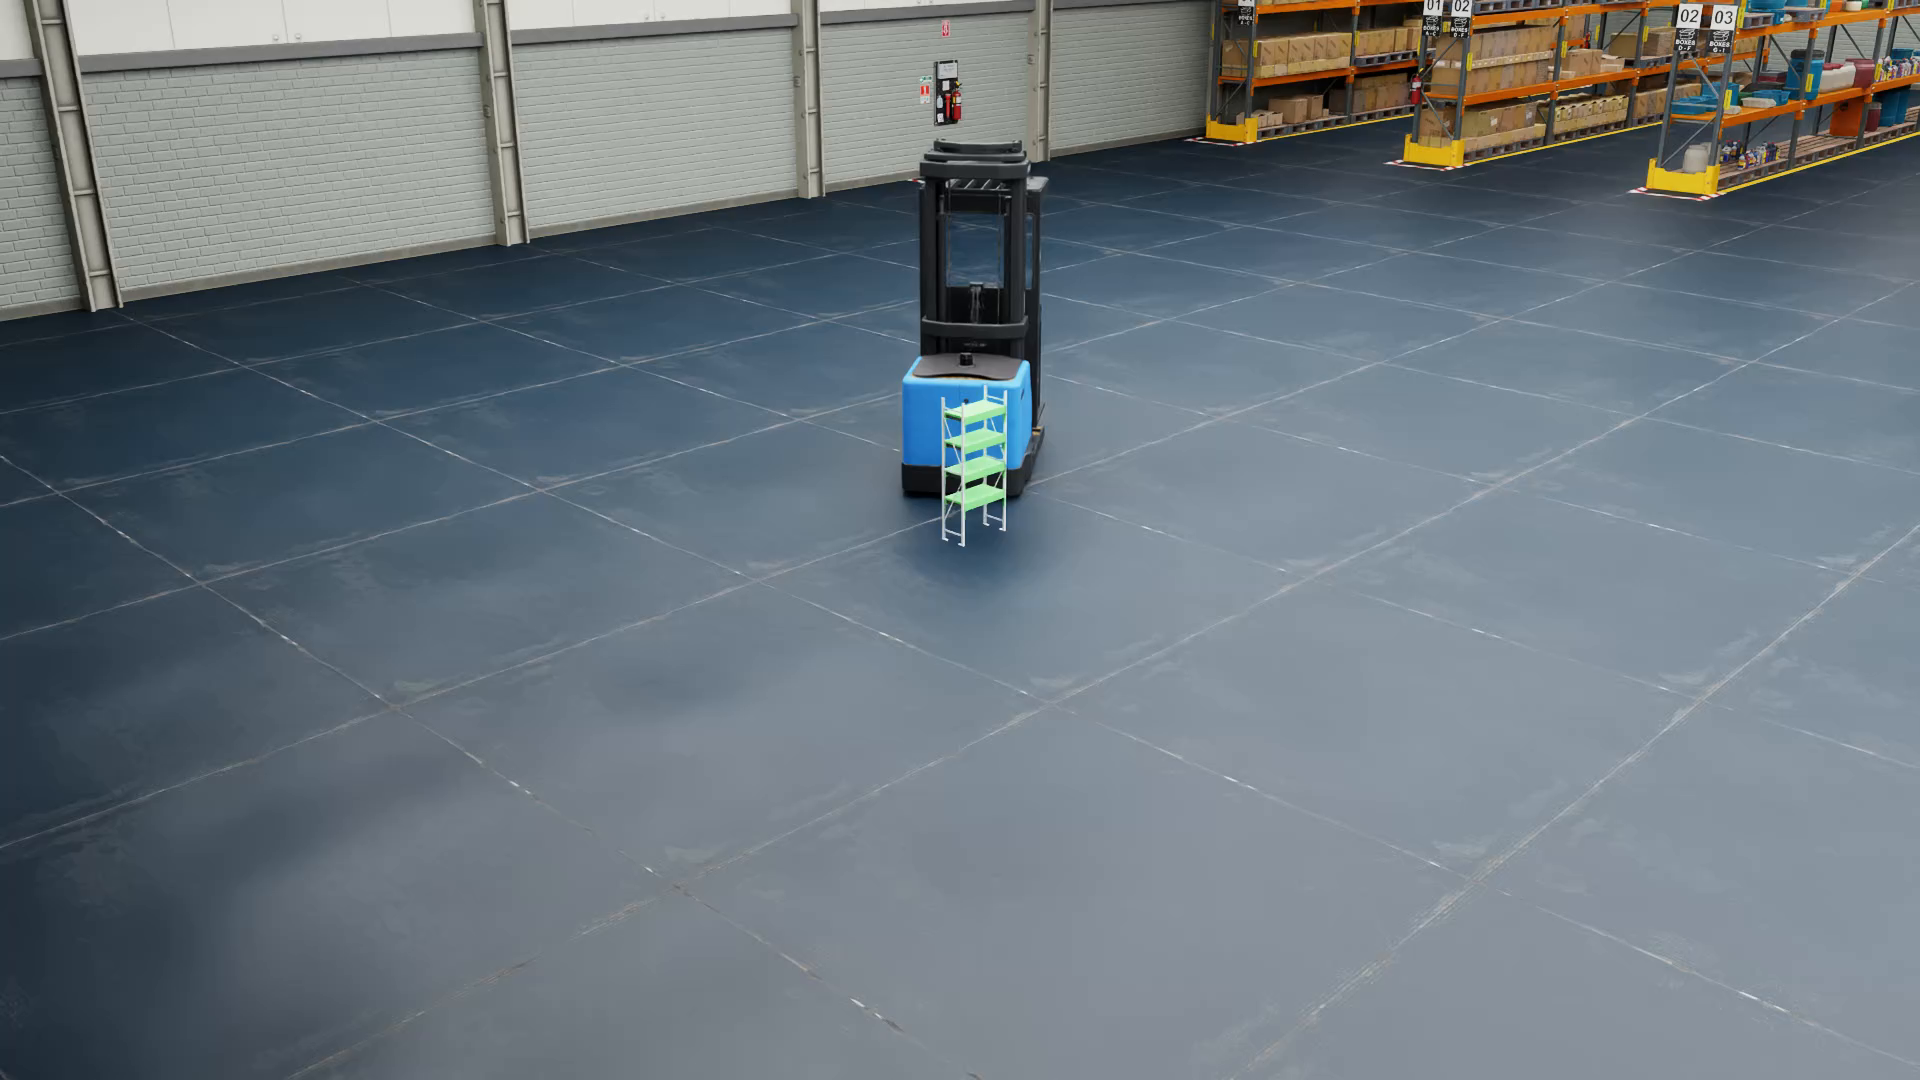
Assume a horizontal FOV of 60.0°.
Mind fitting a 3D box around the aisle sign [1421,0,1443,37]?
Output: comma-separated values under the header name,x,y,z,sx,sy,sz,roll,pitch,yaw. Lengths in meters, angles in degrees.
name,x,y,z,sx,sy,sz,roll,pitch,yaw
aisle sign,9.174,-10.188,32.277,0.394,0.787,0.004,19,28,41

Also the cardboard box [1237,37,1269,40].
name,x,y,z,sx,sy,sz,roll,pitch,yaw
cardboard box,6.413,-10.747,36.492,0.500,0.500,0.500,-20,29,-41

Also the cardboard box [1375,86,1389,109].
name,x,y,z,sx,sy,sz,roll,pitch,yaw
cardboard box,9.879,-10.683,40.060,0.700,0.500,0.500,20,28,41

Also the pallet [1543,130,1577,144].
name,x,y,z,sx,sy,sz,roll,pitch,yaw
pallet,12.706,-8.844,36.289,1.003,0.211,1.213,19,28,41

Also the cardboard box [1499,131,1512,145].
name,x,y,z,sx,sy,sz,roll,pitch,yaw
cardboard box,11.011,-8.298,34.230,0.500,0.250,0.500,19,28,41

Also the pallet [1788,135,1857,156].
name,x,y,z,sx,sy,sz,roll,pitch,yaw
pallet,17.989,-8.243,34.726,1.003,0.211,1.213,19,28,41

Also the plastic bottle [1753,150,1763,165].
name,x,y,z,sx,sy,sz,roll,pitch,yaw
plastic bottle,15.048,-7.229,31.384,0.135,0.276,0.152,-20,28,-41

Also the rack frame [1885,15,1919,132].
name,x,y,z,sx,sy,sz,roll,pitch,yaw
rack frame,21.347,-10.762,37.393,1.000,3.000,0.127,19,28,41

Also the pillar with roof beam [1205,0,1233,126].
name,x,y,z,sx,sy,sz,roll,pitch,yaw
pillar with roof beam,8.831,-12.276,32.971,9.100,9.000,0.400,19,28,41

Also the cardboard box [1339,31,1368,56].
name,x,y,z,sx,sy,sz,roll,pitch,yaw
cardboard box,9.048,-11.559,38.715,0.700,0.500,0.500,19,28,41

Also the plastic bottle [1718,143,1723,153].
name,x,y,z,sx,sy,sz,roll,pitch,yaw
plastic bottle,14.478,-7.413,31.759,0.144,0.351,0.185,19,28,40

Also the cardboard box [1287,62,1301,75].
name,x,y,z,sx,sy,sz,roll,pitch,yaw
cardboard box,7.158,-10.409,36.655,0.500,0.250,0.500,19,28,40

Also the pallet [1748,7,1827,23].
name,x,y,z,sx,sy,sz,roll,pitch,yaw
pallet,15.333,-9.808,30.993,1.213,0.211,1.003,19,28,41

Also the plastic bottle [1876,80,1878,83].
name,x,y,z,sx,sy,sz,roll,pitch,yaw
plastic bottle,19.259,-9.719,34.957,0.097,0.201,0.097,0,21,0

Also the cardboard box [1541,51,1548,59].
name,x,y,z,sx,sy,sz,roll,pitch,yaw
cardboard box,12.010,-10.109,34.651,0.380,0.149,0.250,19,28,40

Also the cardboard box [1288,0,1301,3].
name,x,y,z,sx,sy,sz,roll,pitch,yaw
cardboard box,7.050,-11.900,36.006,0.500,0.500,0.500,-19,28,-40

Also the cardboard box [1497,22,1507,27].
name,x,y,z,sx,sy,sz,roll,pitch,yaw
cardboard box,13.759,-13.121,42.949,0.500,0.500,0.500,20,28,41

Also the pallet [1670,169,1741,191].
name,x,y,z,sx,sy,sz,roll,pitch,yaw
pallet,13.566,-6.614,30.489,1.003,0.211,1.213,19,28,41

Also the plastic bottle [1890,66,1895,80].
name,x,y,z,sx,sy,sz,roll,pitch,yaw
plastic bottle,19.929,-9.995,35.561,0.061,0.283,0.133,19,28,41

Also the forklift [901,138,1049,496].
name,x,y,z,sx,sy,sz,roll,pitch,yaw
forklift,0.216,-2.240,15.317,1.130,2.935,3.031,3,21,8

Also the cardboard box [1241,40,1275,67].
name,x,y,z,sx,sy,sz,roll,pitch,yaw
cardboard box,6.426,-10.494,35.831,0.500,0.500,0.500,19,28,41

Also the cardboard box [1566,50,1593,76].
name,x,y,z,sx,sy,sz,roll,pitch,yaw
cardboard box,13.485,-10.450,36.443,0.500,0.500,0.500,19,28,41

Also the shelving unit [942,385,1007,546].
name,x,y,z,sx,sy,sz,roll,pitch,yaw
shelving unit,0.115,-0.603,13.470,0.258,1.200,0.503,19,28,41

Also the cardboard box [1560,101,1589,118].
name,x,y,z,sx,sy,sz,roll,pitch,yaw
cardboard box,13.400,-9.425,36.381,0.500,0.311,0.500,18,27,39

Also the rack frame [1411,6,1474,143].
name,x,y,z,sx,sy,sz,roll,pitch,yaw
rack frame,9.430,-8.918,32.596,1.000,3.000,0.127,19,28,41

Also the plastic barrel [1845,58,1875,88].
name,x,y,z,sx,sy,sz,roll,pitch,yaw
plastic barrel,18.450,-9.602,34.186,0.600,0.536,0.708,19,28,41

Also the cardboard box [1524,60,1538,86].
name,x,y,z,sx,sy,sz,roll,pitch,yaw
cardboard box,11.552,-9.740,34.595,0.700,0.500,0.500,19,28,40

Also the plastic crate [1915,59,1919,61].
name,x,y,z,sx,sy,sz,roll,pitch,yaw
plastic crate,21.936,-11.016,38.355,0.437,0.125,0.590,19,28,41

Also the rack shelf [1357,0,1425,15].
name,x,y,z,sx,sy,sz,roll,pitch,yaw
rack shelf,10.064,-12.763,39.423,1.077,0.370,4.000,19,28,41

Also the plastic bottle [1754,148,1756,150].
name,x,y,z,sx,sy,sz,roll,pitch,yaw
plastic bottle,15.073,-7.292,31.538,0.061,0.283,0.133,19,28,41

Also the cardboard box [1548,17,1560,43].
name,x,y,z,sx,sy,sz,roll,pitch,yaw
cardboard box,15.653,-13.893,45.120,0.980,0.700,0.700,18,27,38

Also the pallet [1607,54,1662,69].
name,x,y,z,sx,sy,sz,roll,pitch,yaw
pallet,15.433,-11.077,38.479,1.213,0.211,1.003,19,28,41

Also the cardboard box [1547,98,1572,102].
name,x,y,z,sx,sy,sz,roll,pitch,yaw
cardboard box,13.359,-9.688,37.064,0.500,0.311,0.500,19,28,40

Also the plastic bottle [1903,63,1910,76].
name,x,y,z,sx,sy,sz,roll,pitch,yaw
plastic bottle,20.604,-10.264,36.270,0.152,0.276,0.135,19,28,41

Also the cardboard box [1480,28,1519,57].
name,x,y,z,sx,sy,sz,roll,pitch,yaw
cardboard box,10.865,-10.096,33.712,0.700,0.500,0.500,19,28,41

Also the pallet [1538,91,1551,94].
name,x,y,z,sx,sy,sz,roll,pitch,yaw
pallet,15.687,-12.431,45.622,1.003,0.211,1.213,19,28,41

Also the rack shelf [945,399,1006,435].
name,x,y,z,sx,sy,sz,roll,pitch,yaw
rack shelf,0.115,-0.991,13.321,0.258,0.148,0.480,19,28,41

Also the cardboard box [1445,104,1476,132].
name,x,y,z,sx,sy,sz,roll,pitch,yaw
cardboard box,10.278,-8.654,34.110,0.500,0.500,0.500,19,28,41

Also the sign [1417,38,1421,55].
name,x,y,z,sx,sy,sz,roll,pitch,yaw
sign,9.051,-9.708,32.708,0.100,0.325,0.005,19,28,41

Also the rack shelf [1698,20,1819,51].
name,x,y,z,sx,sy,sz,roll,pitch,yaw
rack shelf,14.371,-9.256,30.296,1.077,0.370,4.000,19,28,41

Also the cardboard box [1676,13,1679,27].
name,x,y,z,sx,sy,sz,roll,pitch,yaw
cardboard box,17.968,-12.711,40.931,0.500,0.500,0.500,19,28,41

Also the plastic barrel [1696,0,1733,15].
name,x,y,z,sx,sy,sz,roll,pitch,yaw
plastic barrel,13.224,-9.631,29.085,0.600,0.830,0.708,19,28,41

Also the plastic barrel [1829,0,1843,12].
name,x,y,z,sx,sy,sz,roll,pitch,yaw
plastic barrel,17.372,-11.009,33.258,0.600,0.830,0.708,19,28,41

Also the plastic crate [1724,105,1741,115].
name,x,y,z,sx,sy,sz,roll,pitch,yaw
plastic crate,13.831,-7.704,29.804,0.298,0.136,0.250,19,28,41

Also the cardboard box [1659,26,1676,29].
name,x,y,z,sx,sy,sz,roll,pitch,yaw
cardboard box,17.310,-12.180,40.357,0.700,0.500,0.500,9,23,23

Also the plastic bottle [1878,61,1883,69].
name,x,y,z,sx,sy,sz,roll,pitch,yaw
plastic bottle,20.215,-10.404,36.636,0.152,0.276,0.135,19,28,41

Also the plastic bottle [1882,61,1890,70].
name,x,y,z,sx,sy,sz,roll,pitch,yaw
plastic bottle,19.969,-10.141,35.847,0.144,0.351,0.185,19,28,41

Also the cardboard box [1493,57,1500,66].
name,x,y,z,sx,sy,sz,roll,pitch,yaw
cardboard box,10.577,-9.580,33.275,0.380,0.149,0.250,18,27,39

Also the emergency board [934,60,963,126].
name,x,y,z,sx,sy,sz,roll,pitch,yaw
emergency board,-0.190,-8.385,31.210,0.194,1.169,0.643,19,28,41

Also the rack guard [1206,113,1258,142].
name,x,y,z,sx,sy,sz,roll,pitch,yaw
rack guard,5.931,-9.010,36.318,1.175,0.500,0.348,19,28,41

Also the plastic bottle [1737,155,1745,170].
name,x,y,z,sx,sy,sz,roll,pitch,yaw
plastic bottle,14.464,-6.997,30.788,0.097,0.271,0.097,0,21,0

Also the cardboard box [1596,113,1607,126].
name,x,y,z,sx,sy,sz,roll,pitch,yaw
cardboard box,14.108,-9.429,37.172,0.500,0.250,0.500,-19,28,-41

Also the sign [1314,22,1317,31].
name,x,y,z,sx,sy,sz,roll,pitch,yaw
sign,8.268,-11.863,38.645,0.100,0.325,0.005,19,28,41

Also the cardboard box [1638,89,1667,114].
name,x,y,z,sx,sy,sz,roll,pitch,yaw
cardboard box,16.248,-10.322,39.120,0.500,0.500,0.500,19,28,40
